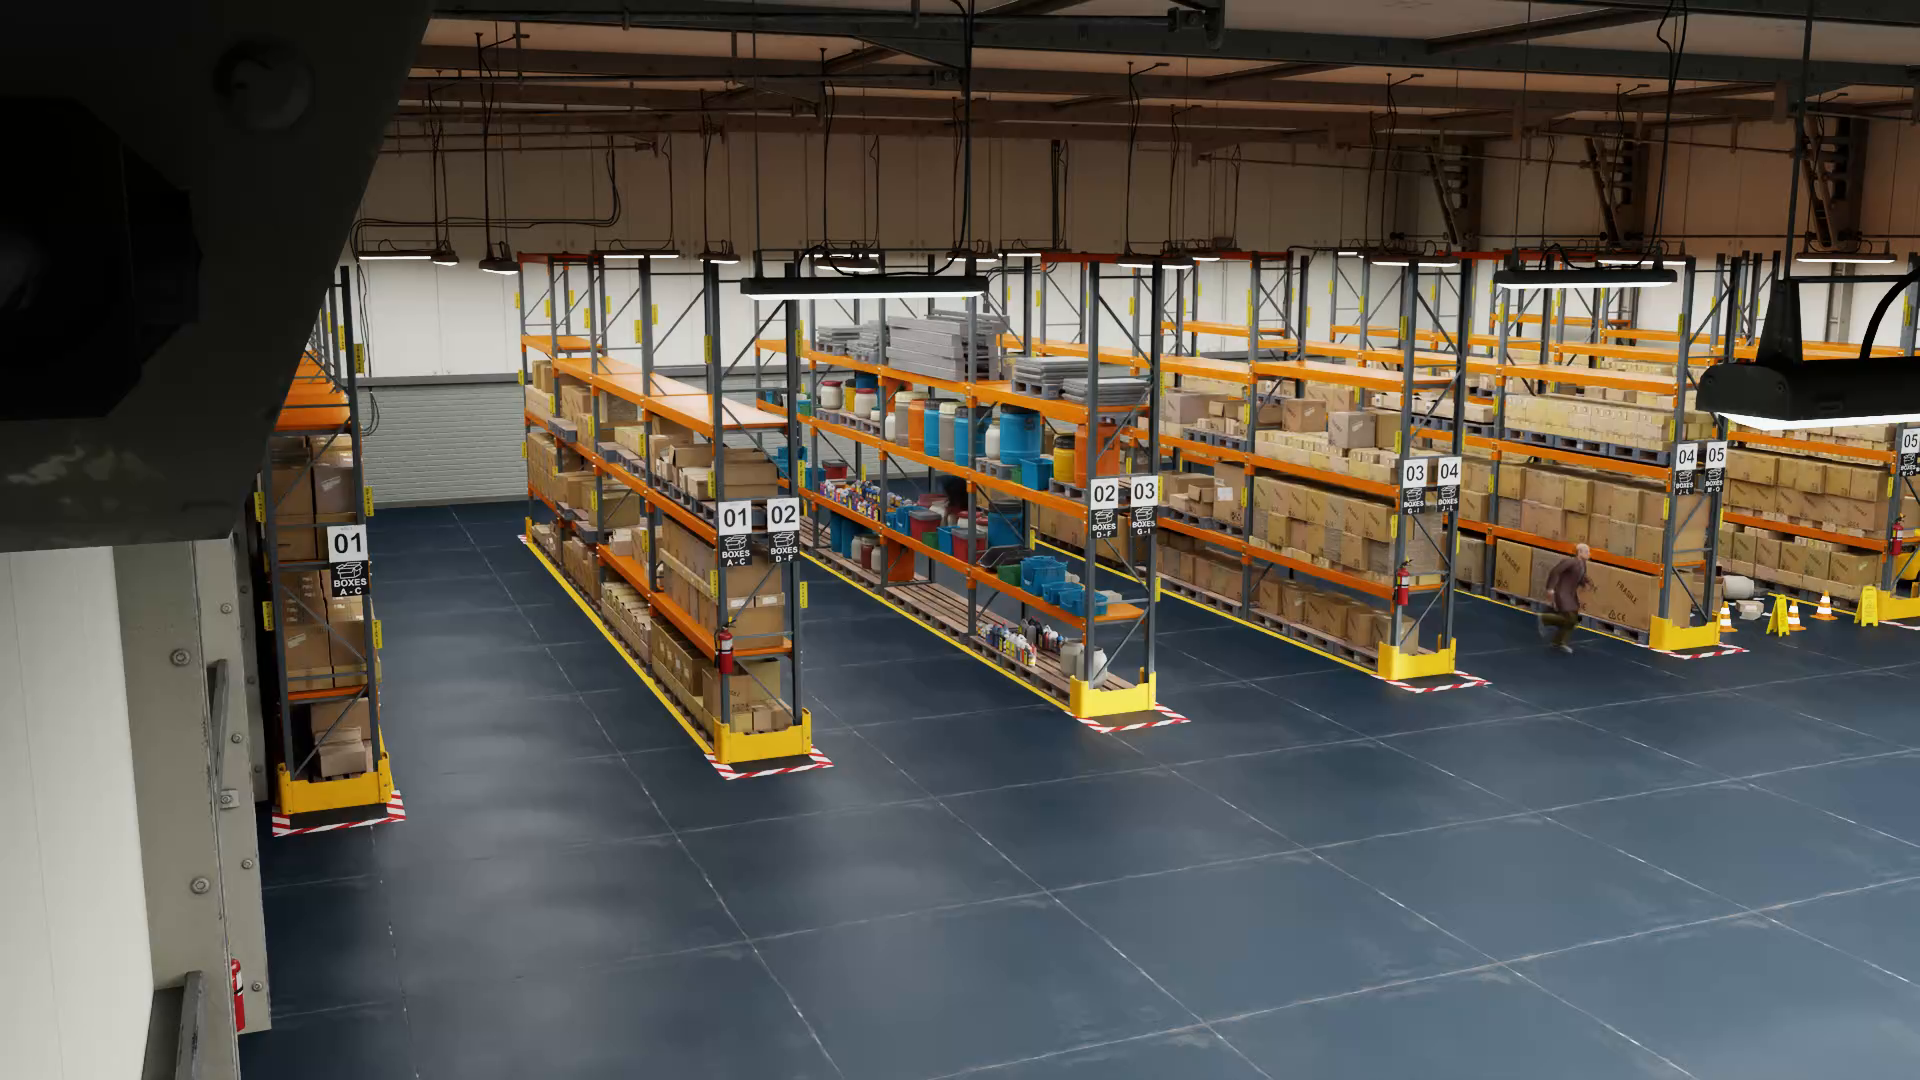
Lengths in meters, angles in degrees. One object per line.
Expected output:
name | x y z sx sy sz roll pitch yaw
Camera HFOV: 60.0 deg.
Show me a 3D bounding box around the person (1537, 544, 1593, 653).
person | 9.330 0.872 25.640 0.793 1.710 0.693 9 14 40
